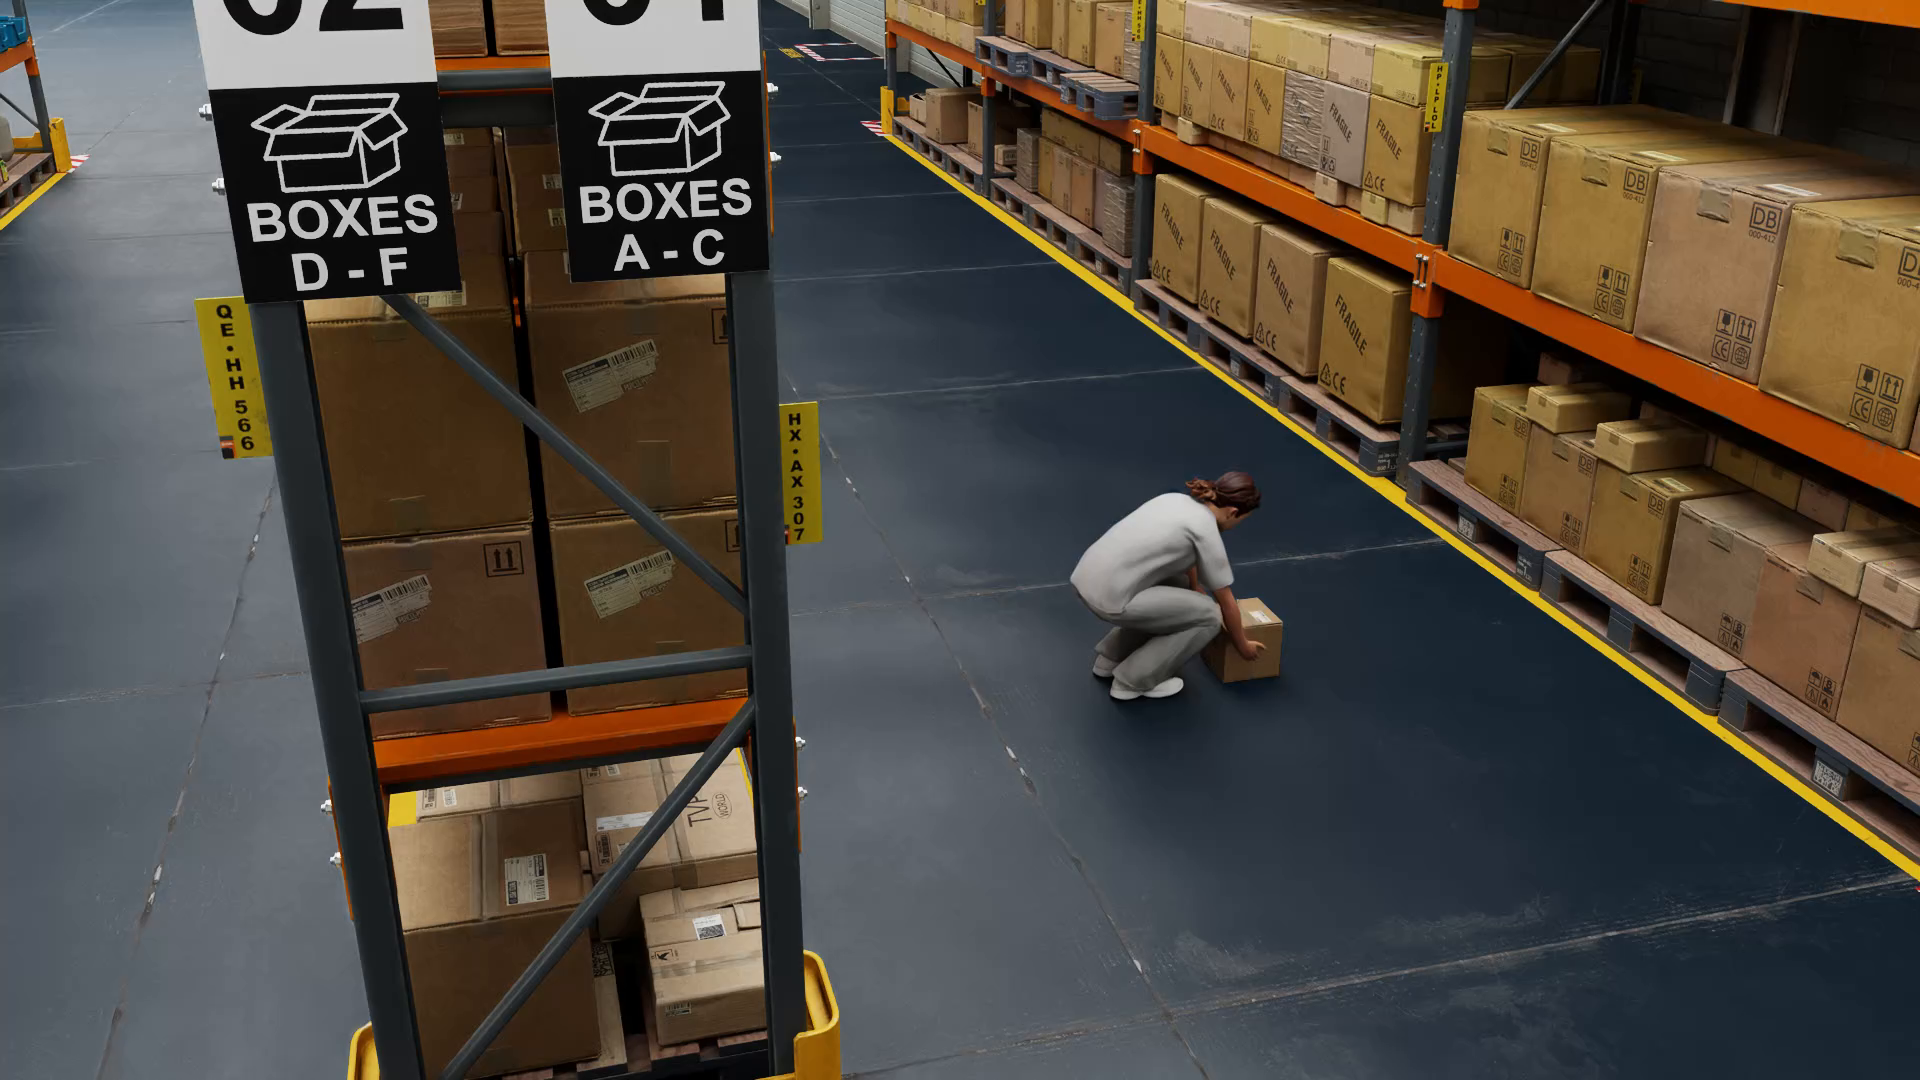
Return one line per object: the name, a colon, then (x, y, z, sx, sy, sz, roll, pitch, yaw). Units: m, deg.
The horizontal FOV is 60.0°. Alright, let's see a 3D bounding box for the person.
person: (0.840, 0.173, 6.743, 0.801, 0.856, 0.484, -6, 24, -14)
